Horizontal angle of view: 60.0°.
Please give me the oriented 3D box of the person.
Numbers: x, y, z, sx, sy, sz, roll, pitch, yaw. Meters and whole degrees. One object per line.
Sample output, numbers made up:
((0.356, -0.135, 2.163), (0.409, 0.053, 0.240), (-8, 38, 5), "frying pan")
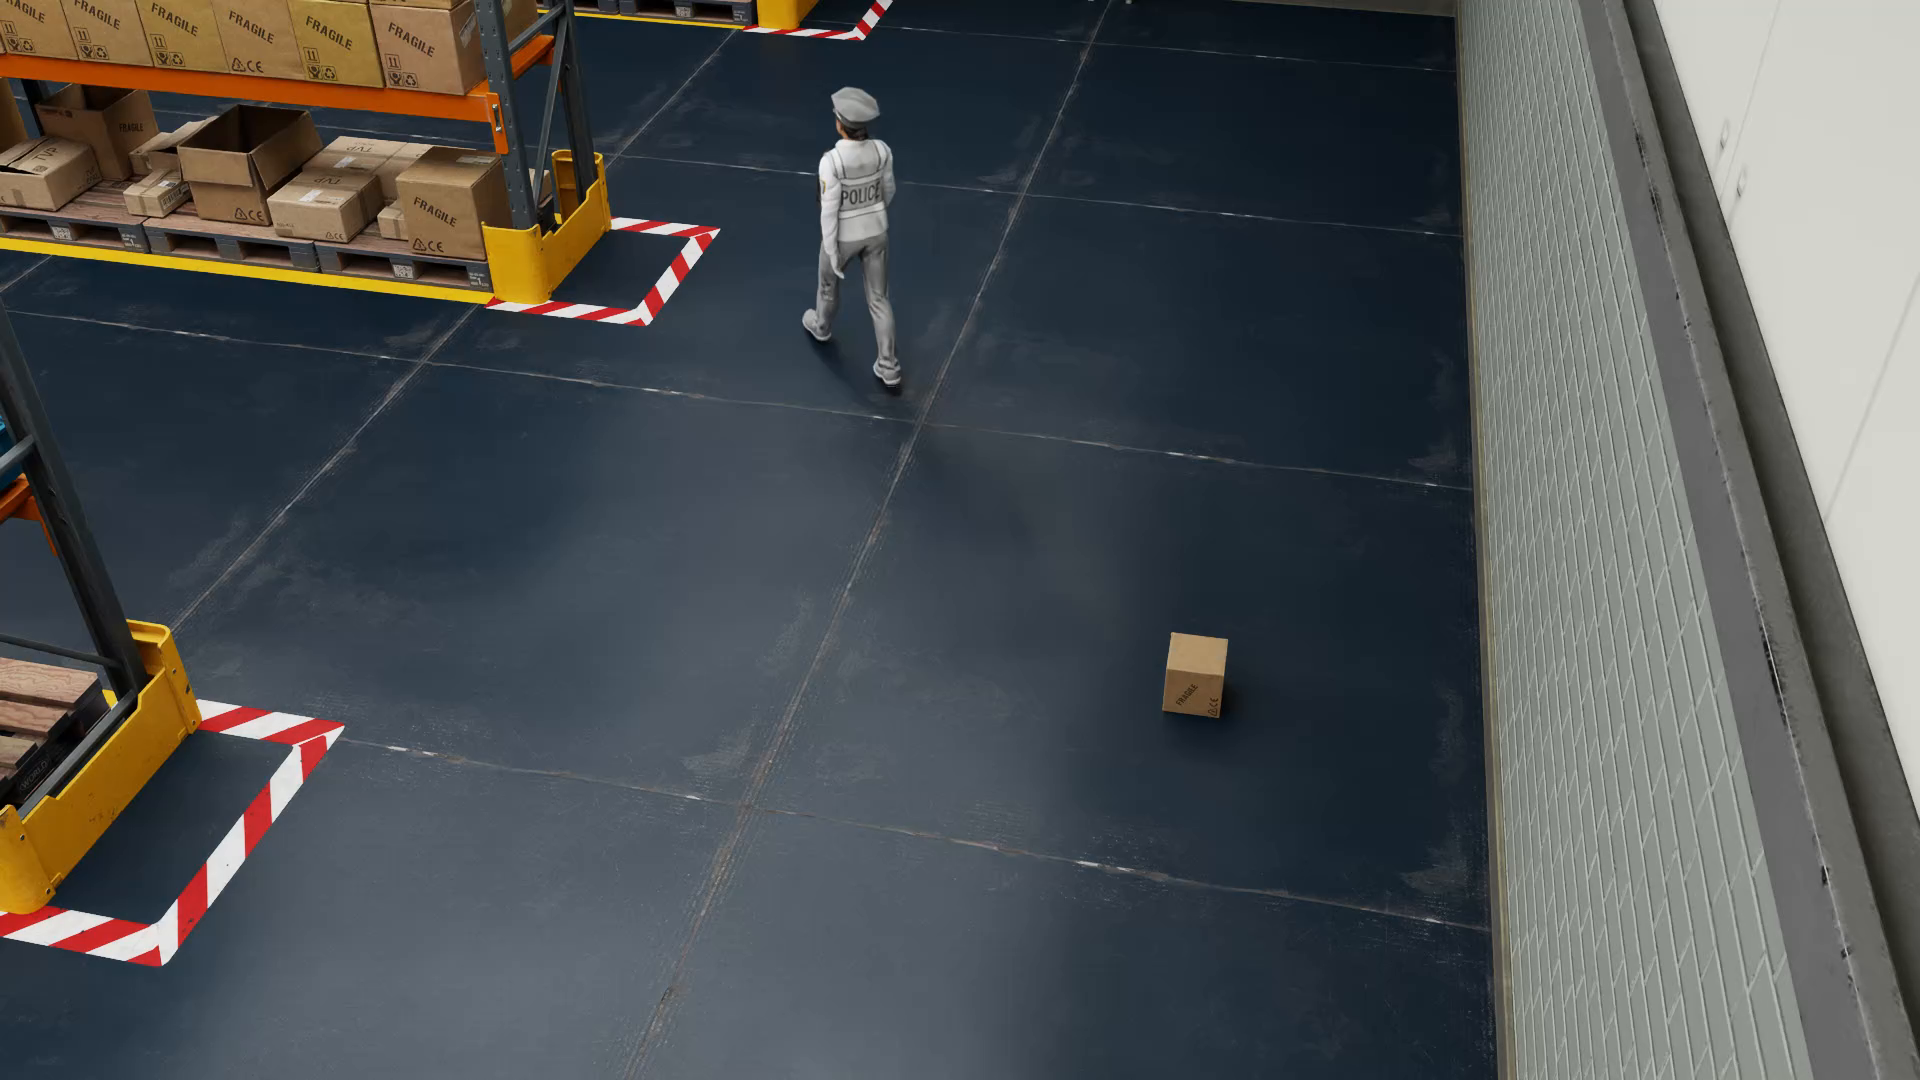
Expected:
((-0.601, -1.753, 9.268), (0.498, 1.630, 0.968), (-16, 40, -20), "person")
